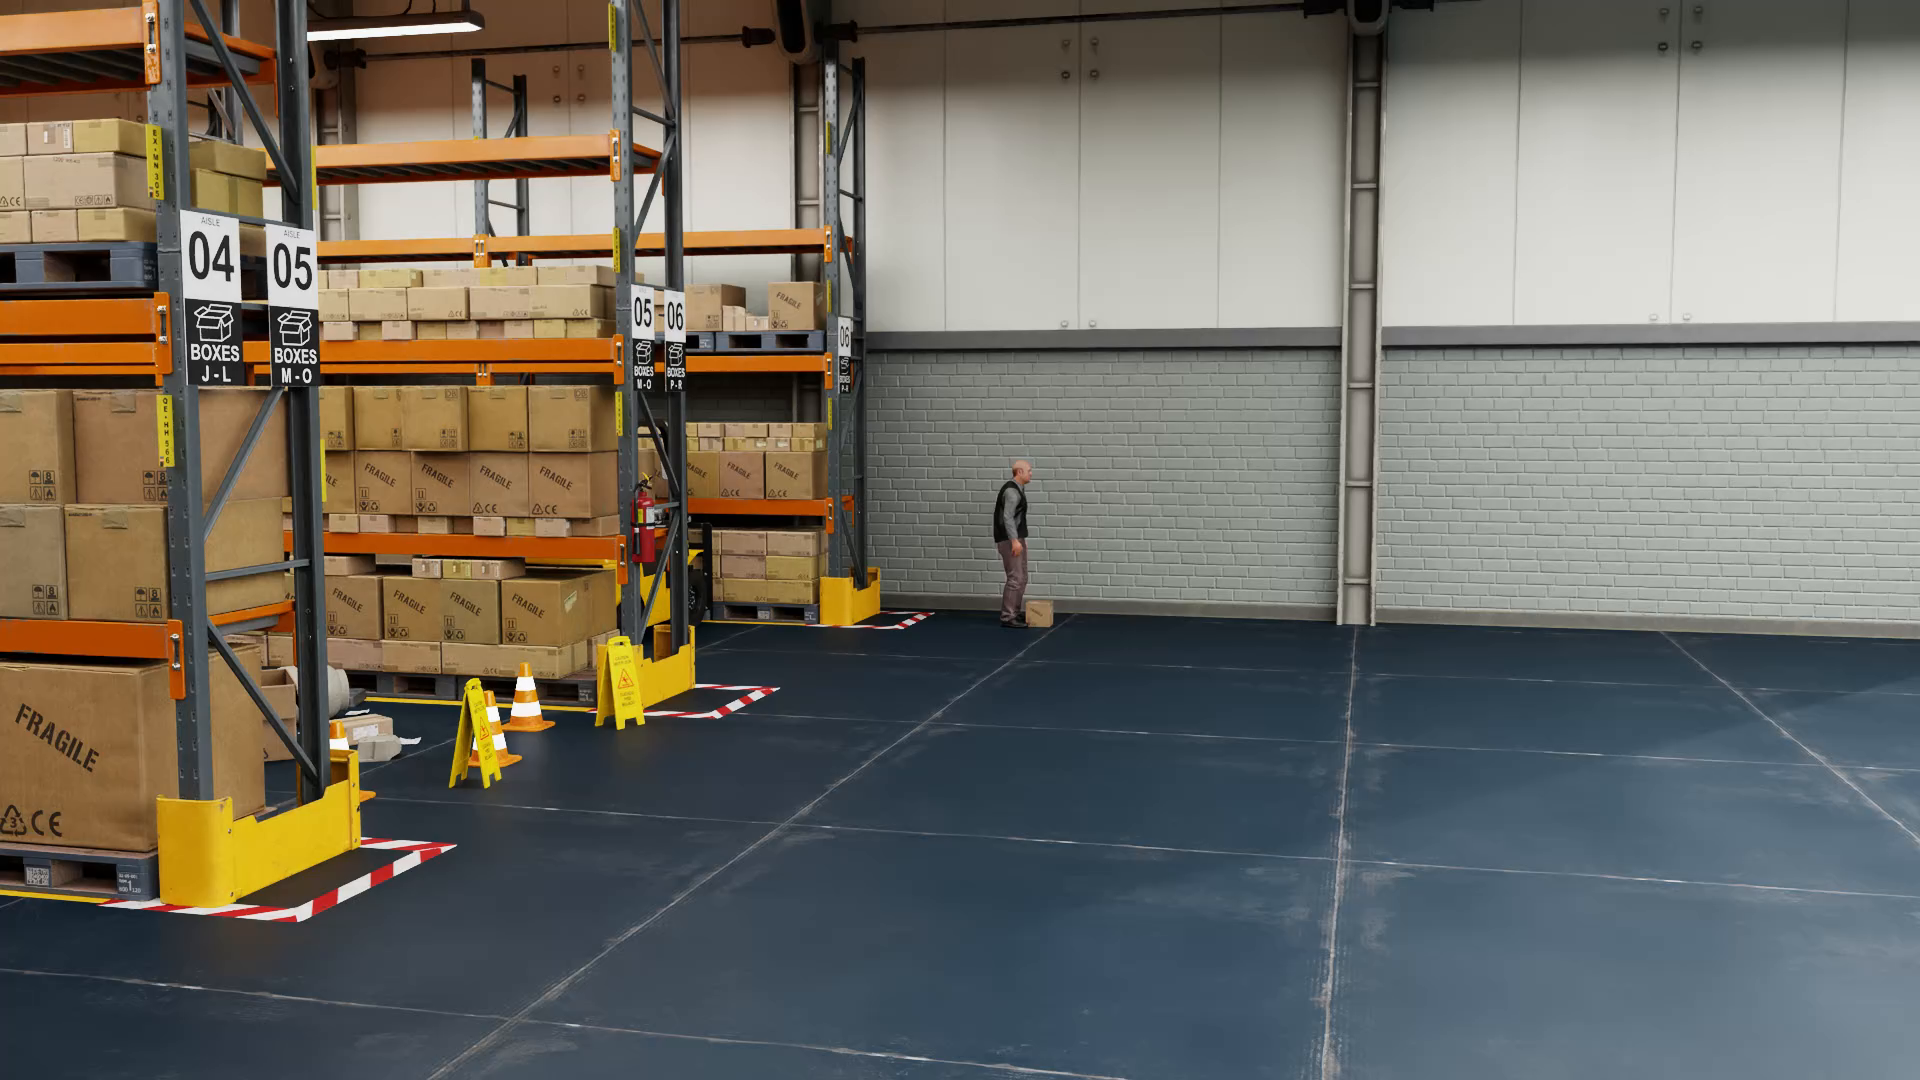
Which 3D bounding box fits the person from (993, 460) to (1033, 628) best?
[{"bbox_3d":[0.554,0.028,17.324,0.410,1.722,0.589,1,5,11],"label":"person"}]
